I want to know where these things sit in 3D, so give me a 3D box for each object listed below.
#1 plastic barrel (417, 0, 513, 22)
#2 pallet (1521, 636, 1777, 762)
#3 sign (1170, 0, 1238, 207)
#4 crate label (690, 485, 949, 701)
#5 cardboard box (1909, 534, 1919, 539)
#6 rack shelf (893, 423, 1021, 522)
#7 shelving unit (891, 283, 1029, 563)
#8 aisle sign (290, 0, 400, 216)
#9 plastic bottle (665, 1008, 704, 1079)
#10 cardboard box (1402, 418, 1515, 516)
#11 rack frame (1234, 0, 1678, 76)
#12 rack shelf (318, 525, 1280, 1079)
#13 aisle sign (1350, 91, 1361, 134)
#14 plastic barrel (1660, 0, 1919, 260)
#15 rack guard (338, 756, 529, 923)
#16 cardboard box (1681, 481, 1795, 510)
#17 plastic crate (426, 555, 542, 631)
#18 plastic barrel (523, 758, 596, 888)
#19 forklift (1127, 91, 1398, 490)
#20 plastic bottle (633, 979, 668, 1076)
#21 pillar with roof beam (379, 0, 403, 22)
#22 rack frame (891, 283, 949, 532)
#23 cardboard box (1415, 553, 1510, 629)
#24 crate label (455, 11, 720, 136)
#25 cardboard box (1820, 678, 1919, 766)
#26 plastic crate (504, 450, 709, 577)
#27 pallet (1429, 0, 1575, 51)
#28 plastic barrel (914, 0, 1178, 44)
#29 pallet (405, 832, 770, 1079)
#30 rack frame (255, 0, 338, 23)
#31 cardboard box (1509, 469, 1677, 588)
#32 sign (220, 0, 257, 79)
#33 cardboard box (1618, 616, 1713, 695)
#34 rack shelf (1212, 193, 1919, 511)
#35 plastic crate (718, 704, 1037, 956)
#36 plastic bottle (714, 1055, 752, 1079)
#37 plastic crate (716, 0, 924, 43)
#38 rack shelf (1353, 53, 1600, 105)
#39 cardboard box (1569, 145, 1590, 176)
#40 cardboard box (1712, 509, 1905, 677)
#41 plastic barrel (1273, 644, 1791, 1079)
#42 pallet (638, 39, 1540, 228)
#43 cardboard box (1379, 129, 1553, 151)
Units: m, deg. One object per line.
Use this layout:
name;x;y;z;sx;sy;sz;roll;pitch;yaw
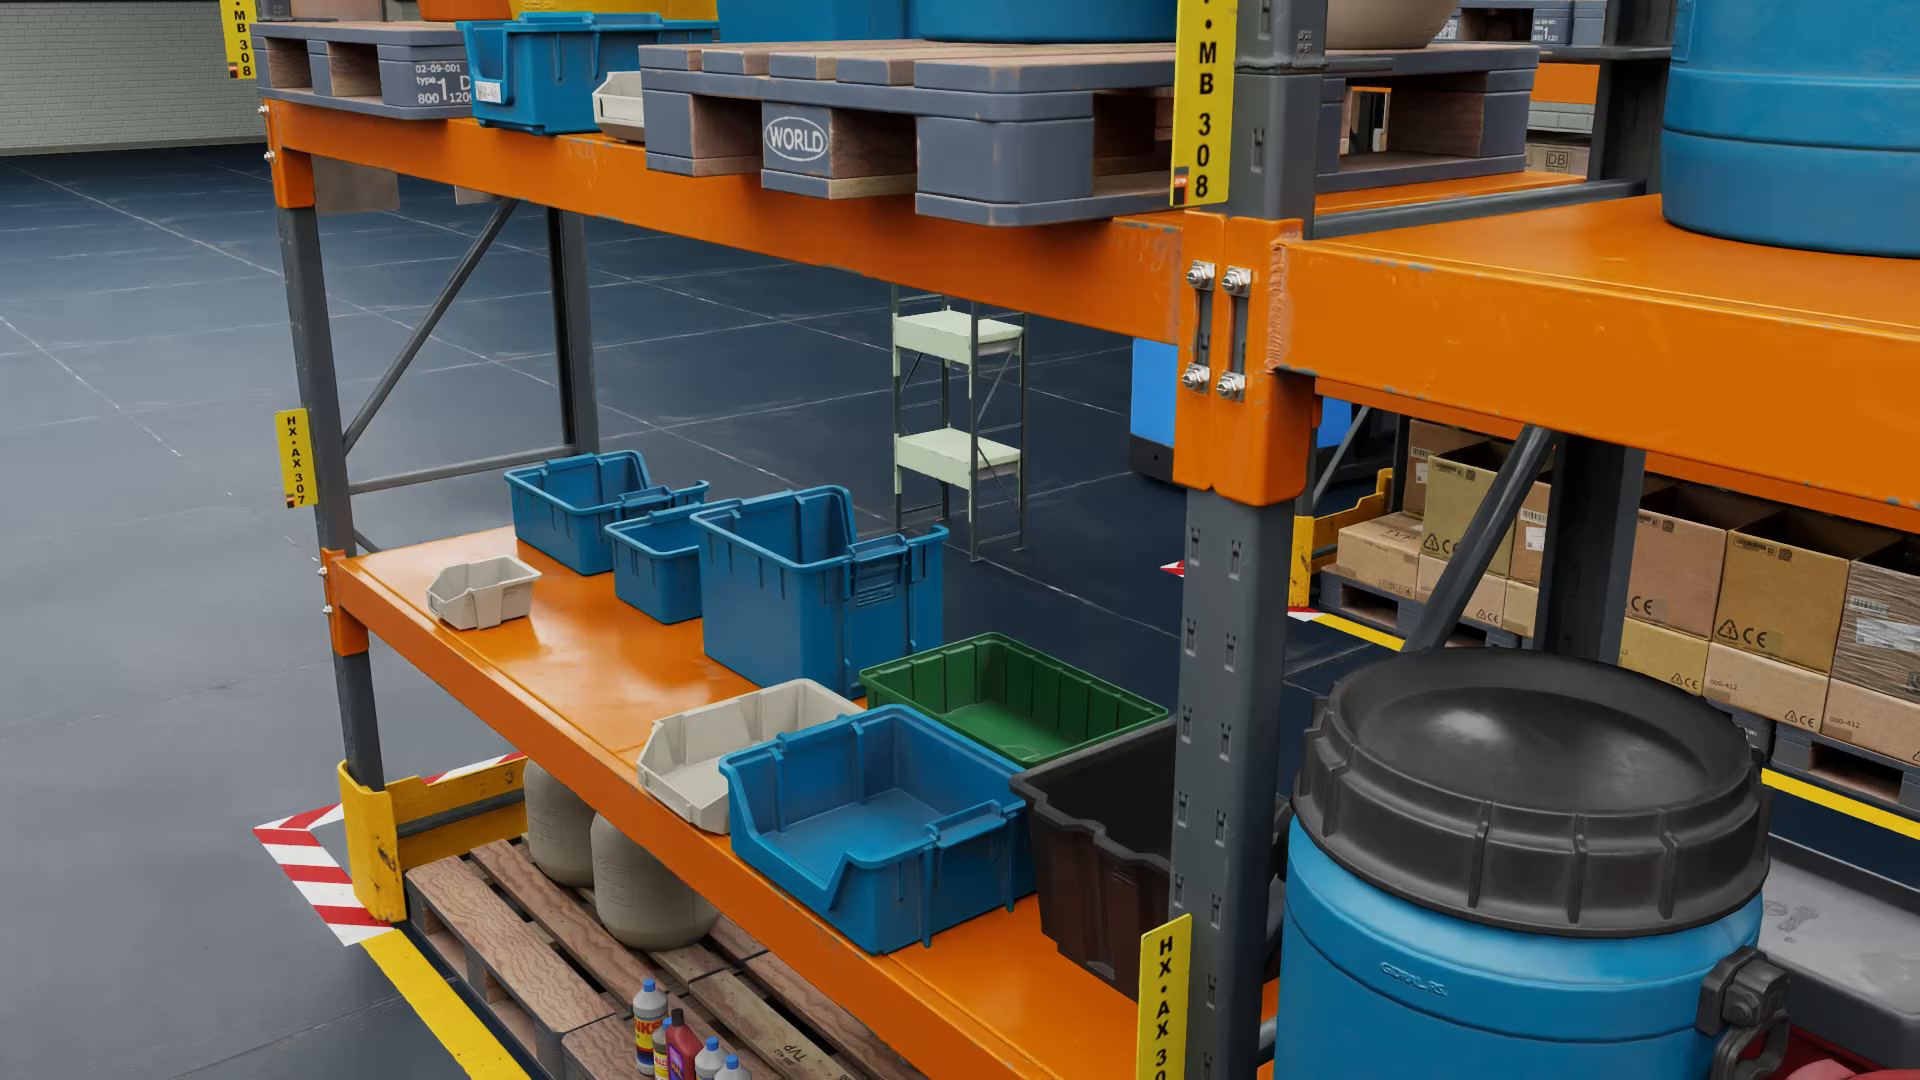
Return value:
plastic barrel;-1.341;-1.974;4.929;0.600;0.830;0.708;-14;23;-36
pallet;3.404;0.597;7.724;1.003;0.211;1.213;-14;23;-36
sign;0.303;-0.580;2.055;0.100;0.325;0.005;-14;23;-36
crate label;-0.388;0.142;4.605;0.502;0.435;0.616;-14;23;-36
cardboard box;4.267;0.231;6.906;0.500;0.500;0.500;-14;23;-36
rack shelf;-0.004;-0.404;9.734;0.431;0.370;0.720;-14;23;-36
shelving unit;-0.004;-0.714;9.632;0.431;1.500;0.755;-14;23;-36
aisle sign;-2.017;-1.436;5.293;0.394;0.787;0.004;-14;23;-36
plastic bottle;-0.735;1.406;4.467;0.061;0.283;0.133;-14;23;-35
cardboard box;2.709;-0.384;8.762;0.500;0.500;0.500;-14;23;-36
rack frame;0.741;-2.104;1.901;1.000;3.000;0.127;-14;23;-36
rack shelf;-0.501;0.593;4.446;1.077;0.370;4.000;-14;23;-36
aisle sign;1.862;-2.398;8.197;0.394;0.787;0.004;-14;23;-36
plastic barrel;1.227;-0.835;2.043;0.600;0.901;0.708;-14;23;-36
rack guard;-1.658;0.954;6.185;1.175;0.500;0.348;-14;23;-36
cardboard box;3.651;-0.017;7.654;0.500;0.500;0.500;-14;23;-36
plastic crate;-1.439;0.167;5.007;0.298;0.136;0.250;-14;23;-36
plastic barrel;-1.274;0.887;5.701;0.421;0.512;0.421;0;18;0
forklift;2.637;-1.941;11.061;3.031;2.935;1.130;-11;21;-30
plastic bottle;-0.861;1.352;4.648;0.097;0.271;0.097;0;18;0
pillar with roof beam;-14.865;-11.572;30.494;9.100;9.000;0.400;-14;23;-36
rack frame;-0.231;-0.804;9.904;0.400;1.500;0.023;-14;23;-36
cardboard box;2.615;0.196;8.204;0.500;0.250;0.500;-14;23;-36
crate label;-0.839;-1.069;3.785;0.502;0.251;0.408;-14;23;-36
cardboard box;3.864;0.687;6.721;0.500;0.250;0.500;-14;23;-36
plastic crate;-1.197;-0.106;5.648;0.499;0.251;0.616;-14;23;-36
pallet;2.561;-2.410;7.739;1.003;0.211;1.213;-14;23;-36
plastic barrel;0.207;-1.384;3.032;0.600;0.901;0.708;-14;23;-36
pallet;-1.158;1.293;5.623;1.003;0.211;1.213;-14;23;-36
rack frame;-1.743;-3.090;4.878;1.000;3.000;0.127;-14;23;-36
cardboard box;2.934;-0.039;7.720;0.500;0.500;0.500;-14;23;-36
sign;-2.176;-1.564;5.027;0.100;0.325;0.005;-14;23;-36
cardboard box;3.231;0.444;7.456;0.500;0.250;0.500;-14;23;-36
rack shelf;1.983;0.154;0.997;1.077;0.370;4.000;-14;23;-36
plastic crate;-0.159;0.595;3.531;0.499;0.251;0.616;-14;23;-36
plastic bottle;-0.586;1.461;4.318;0.097;0.271;0.097;0;18;0
plastic crate;-0.323;-1.247;4.110;0.392;0.384;0.575;-14;23;-36
rack shelf;3.384;-1.797;6.891;1.077;0.370;4.000;-14;23;-36
cardboard box;3.100;-1.488;7.361;0.700;0.500;0.500;-14;23;-36
cardboard box;3.552;0.208;6.974;0.500;0.500;0.500;-14;23;-36
plastic barrel;0.743;0.660;2.299;0.600;0.901;0.708;-14;23;-36
pallet;0.216;-0.749;2.882;1.213;0.211;1.003;-14;23;-36
cardboard box;2.455;-1.740;8.124;0.700;0.500;0.500;-14;23;-36
